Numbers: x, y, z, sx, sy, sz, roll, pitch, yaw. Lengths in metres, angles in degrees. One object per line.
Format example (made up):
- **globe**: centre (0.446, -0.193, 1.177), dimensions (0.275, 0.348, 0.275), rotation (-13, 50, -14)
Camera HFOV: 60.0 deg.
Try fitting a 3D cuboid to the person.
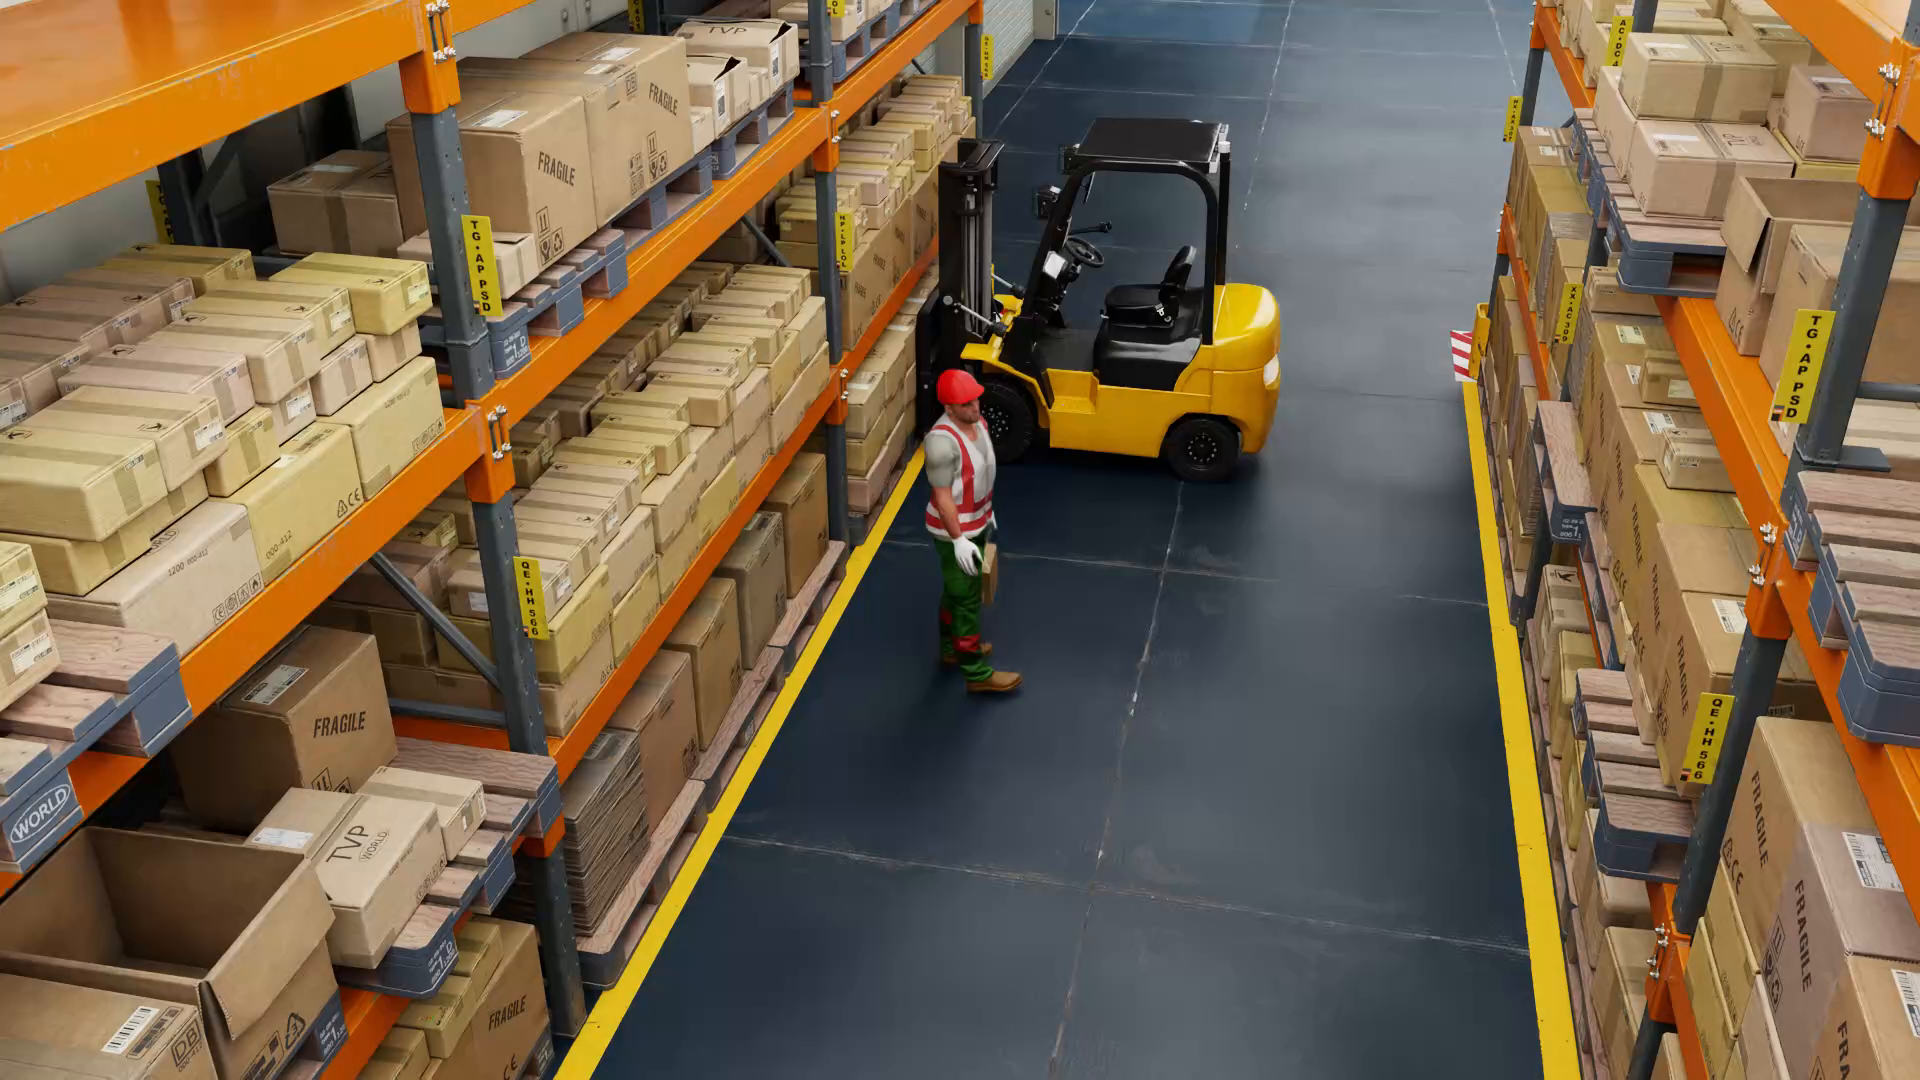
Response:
- **person**: centre (0.104, -0.048, 8.631), dimensions (0.531, 1.791, 0.582), rotation (10, 30, 18)
